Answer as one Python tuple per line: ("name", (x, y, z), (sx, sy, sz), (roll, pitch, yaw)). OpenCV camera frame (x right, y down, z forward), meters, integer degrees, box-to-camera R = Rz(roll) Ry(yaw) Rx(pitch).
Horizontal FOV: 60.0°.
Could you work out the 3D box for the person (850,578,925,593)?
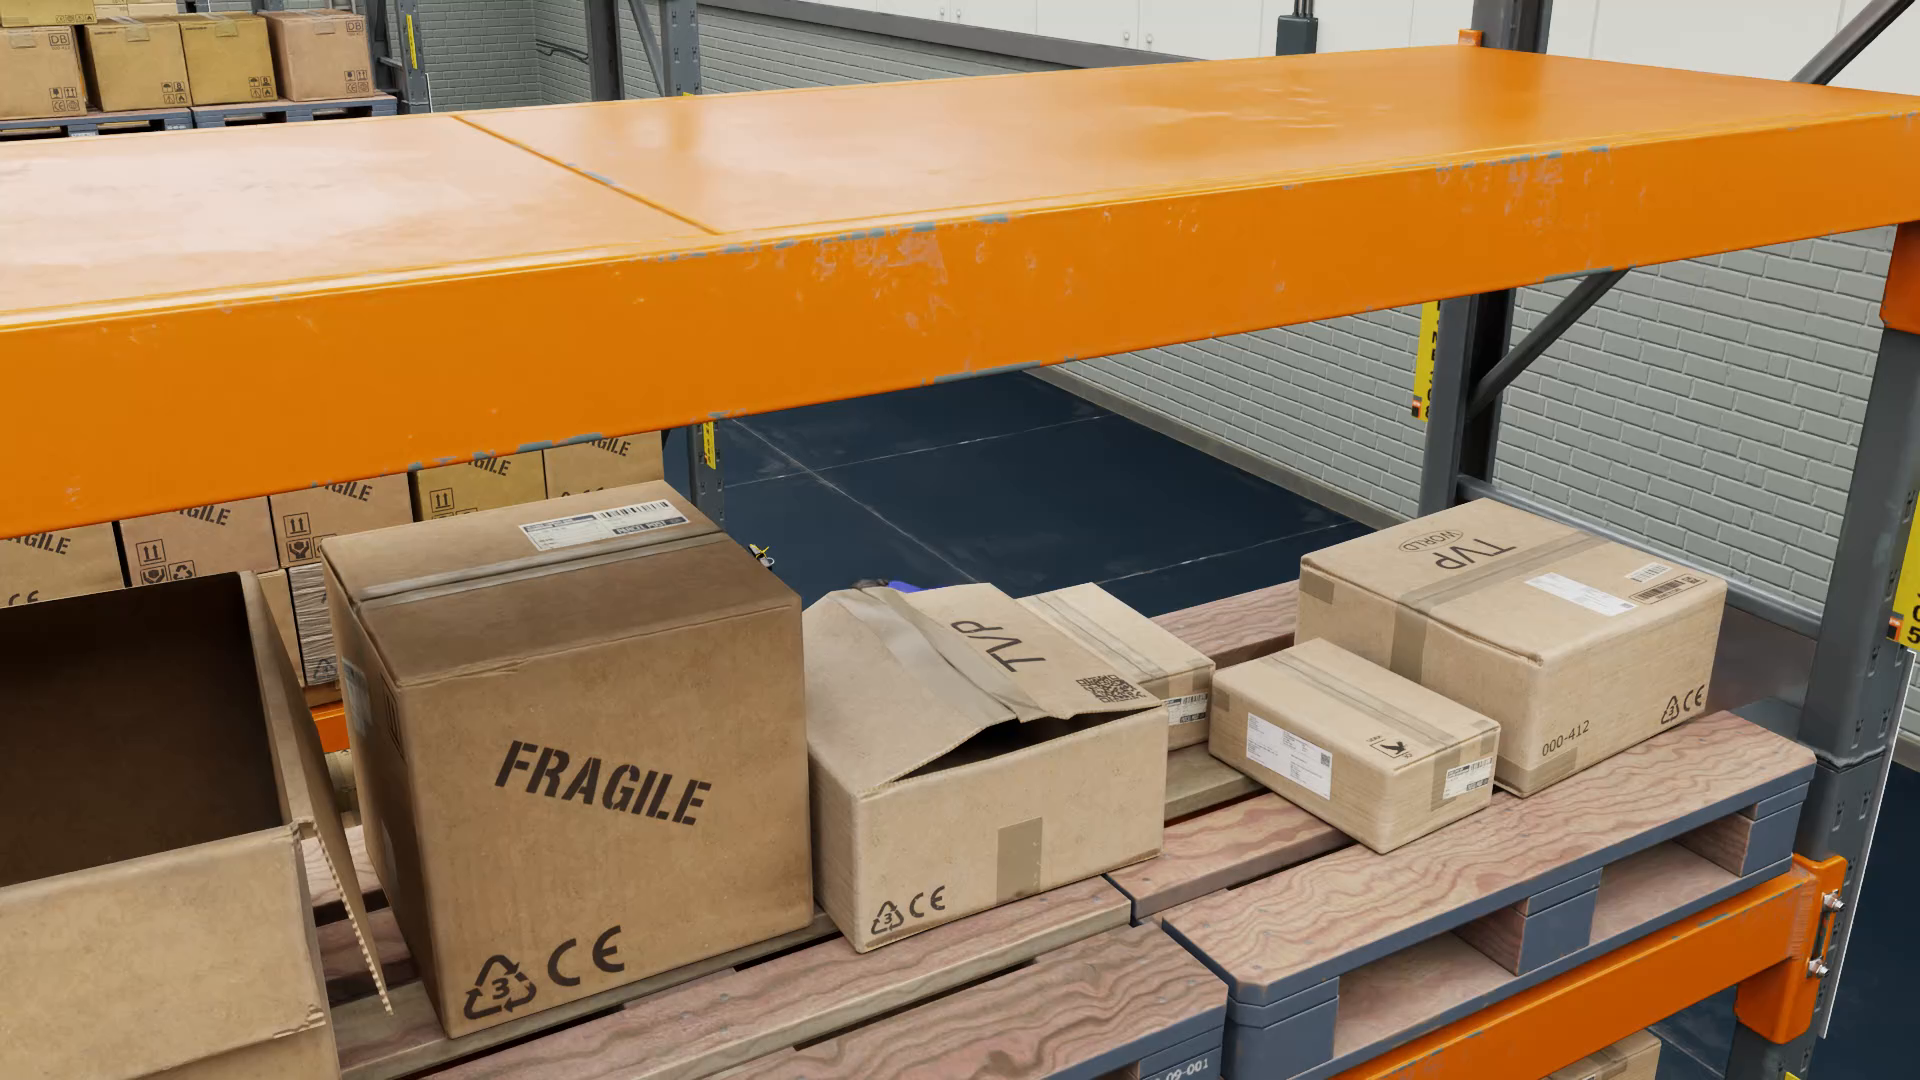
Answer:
("person", (-0.296, 0.594, 9.071), (0.809, 0.955, 0.485), (-13, 25, -28))
